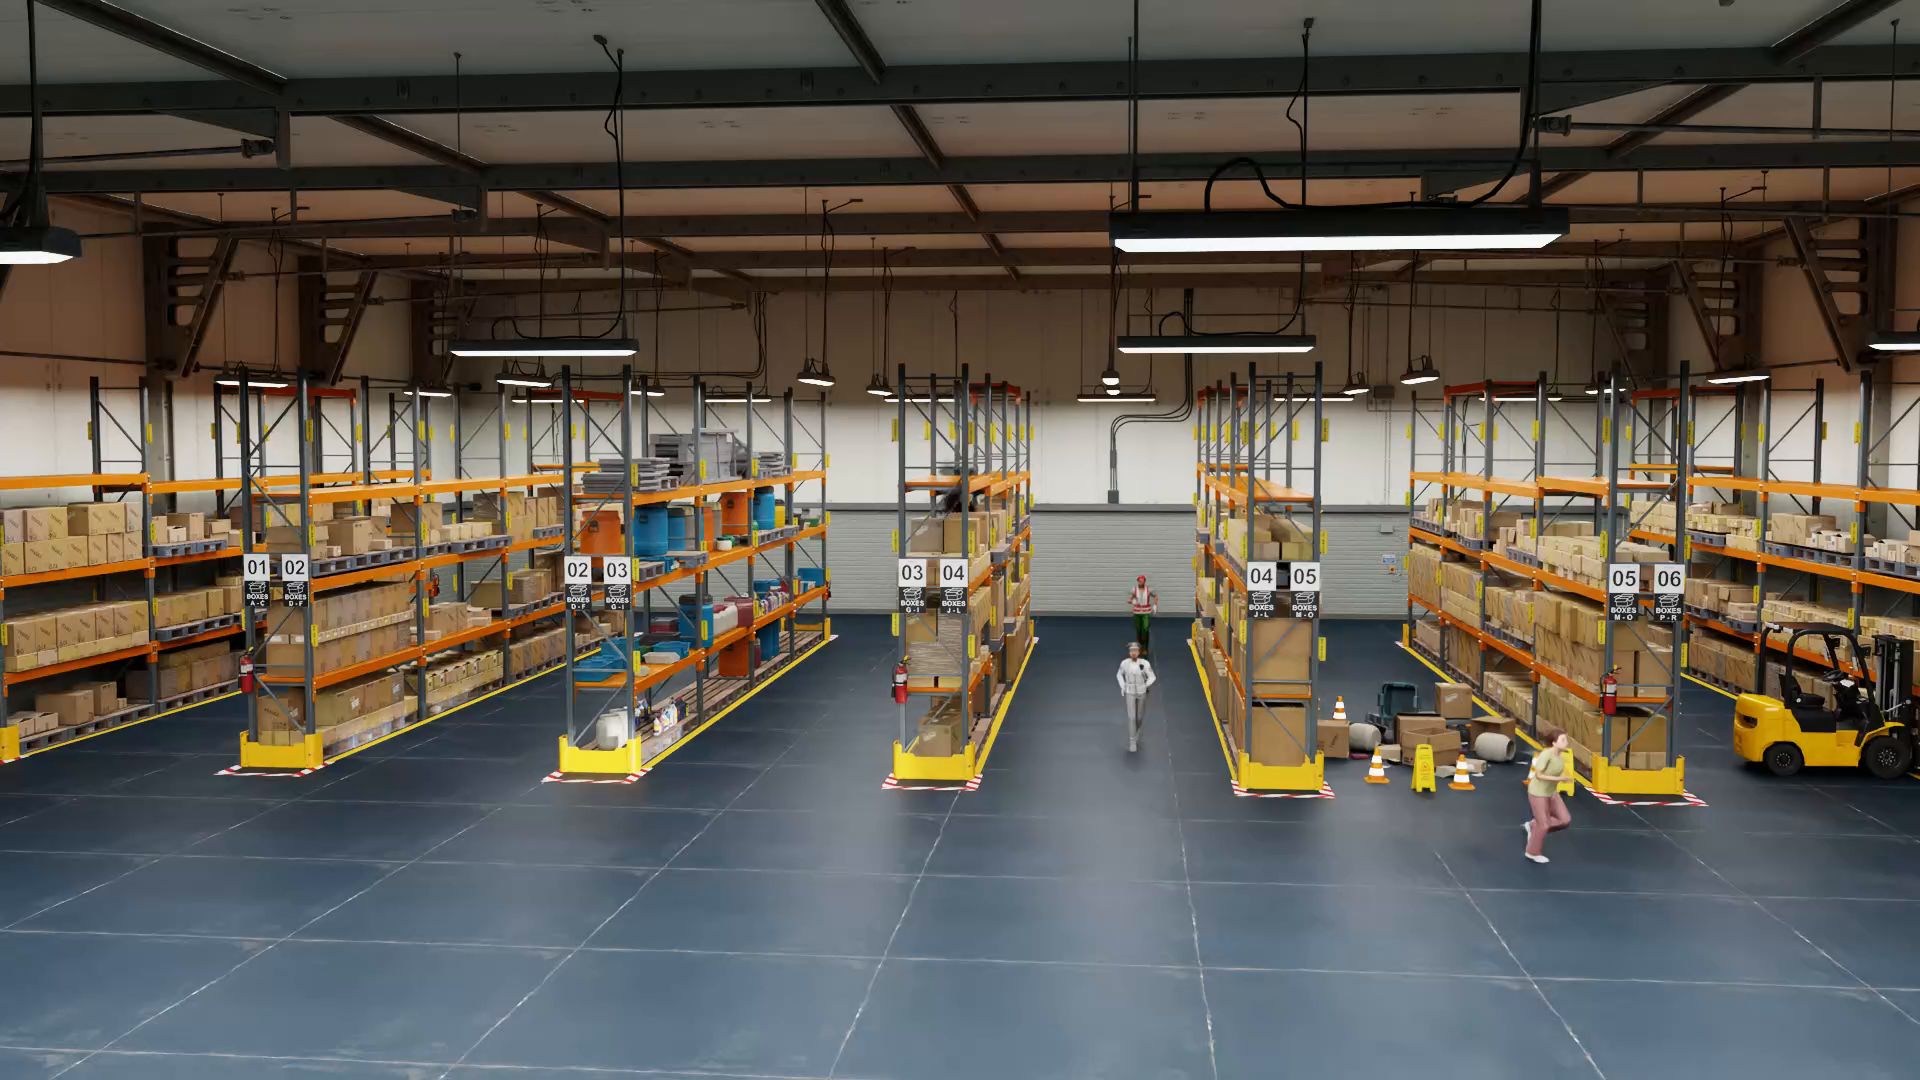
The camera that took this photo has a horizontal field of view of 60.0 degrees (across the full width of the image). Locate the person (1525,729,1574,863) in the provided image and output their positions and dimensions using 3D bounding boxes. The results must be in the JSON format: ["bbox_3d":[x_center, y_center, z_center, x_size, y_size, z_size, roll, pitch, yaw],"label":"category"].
[{"bbox_3d":[6.832,2.973,19.282,0.562,1.604,0.646,-3,5,-36],"label":"person"}]

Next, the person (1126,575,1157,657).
[{"bbox_3d":[4.092,1.703,37.525,0.665,1.852,0.774,1,4,12],"label":"person"}]

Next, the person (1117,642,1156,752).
[{"bbox_3d":[2.789,2.443,26.322,0.610,1.694,0.840,0,4,5],"label":"person"}]
